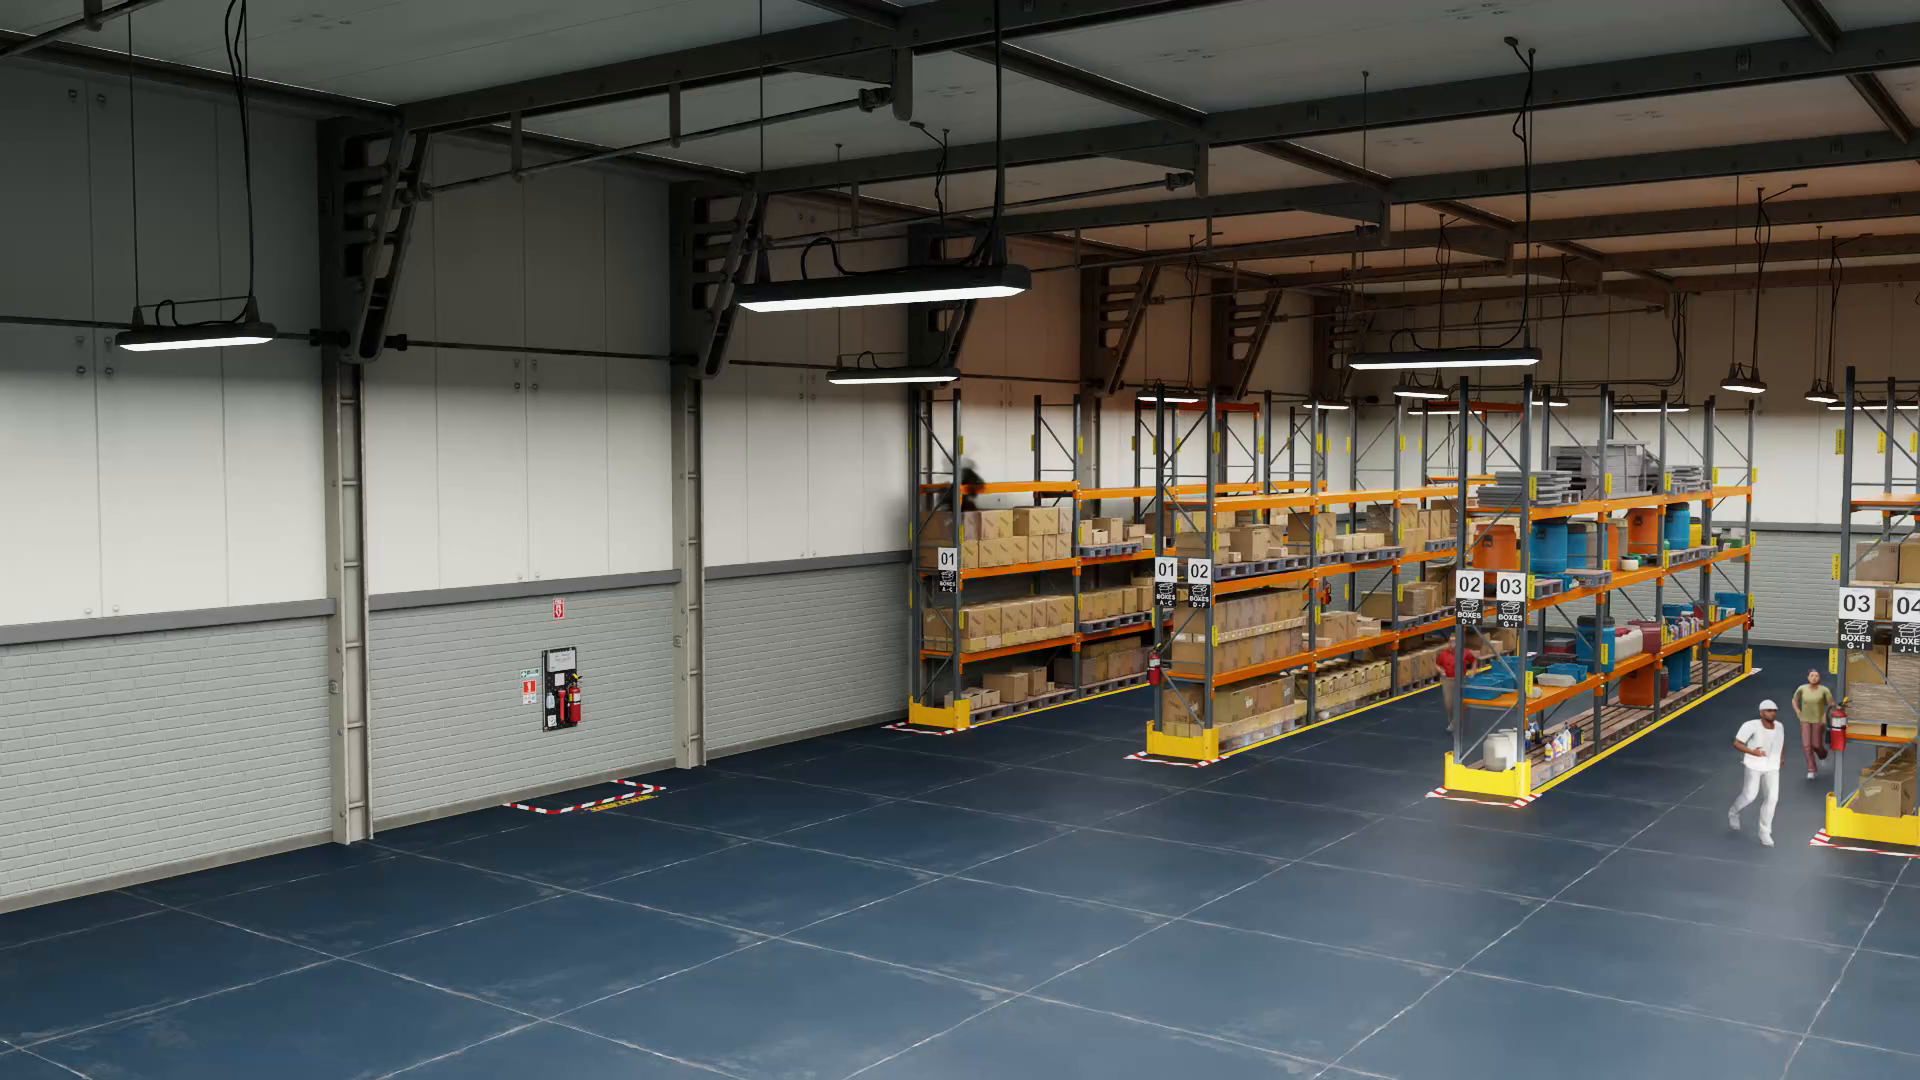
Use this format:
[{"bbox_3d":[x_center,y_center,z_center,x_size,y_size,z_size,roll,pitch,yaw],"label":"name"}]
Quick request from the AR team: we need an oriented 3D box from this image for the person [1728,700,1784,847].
[{"bbox_3d":[10.190,2.916,21.145,0.724,1.789,0.889,0,3,-1],"label":"person"}]

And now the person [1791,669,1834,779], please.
[{"bbox_3d":[12.894,2.756,25.185,0.561,1.646,0.622,2,4,33],"label":"person"}]

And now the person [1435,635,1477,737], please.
[{"bbox_3d":[8.536,2.529,28.728,0.665,1.766,0.723,2,4,31],"label":"person"}]
